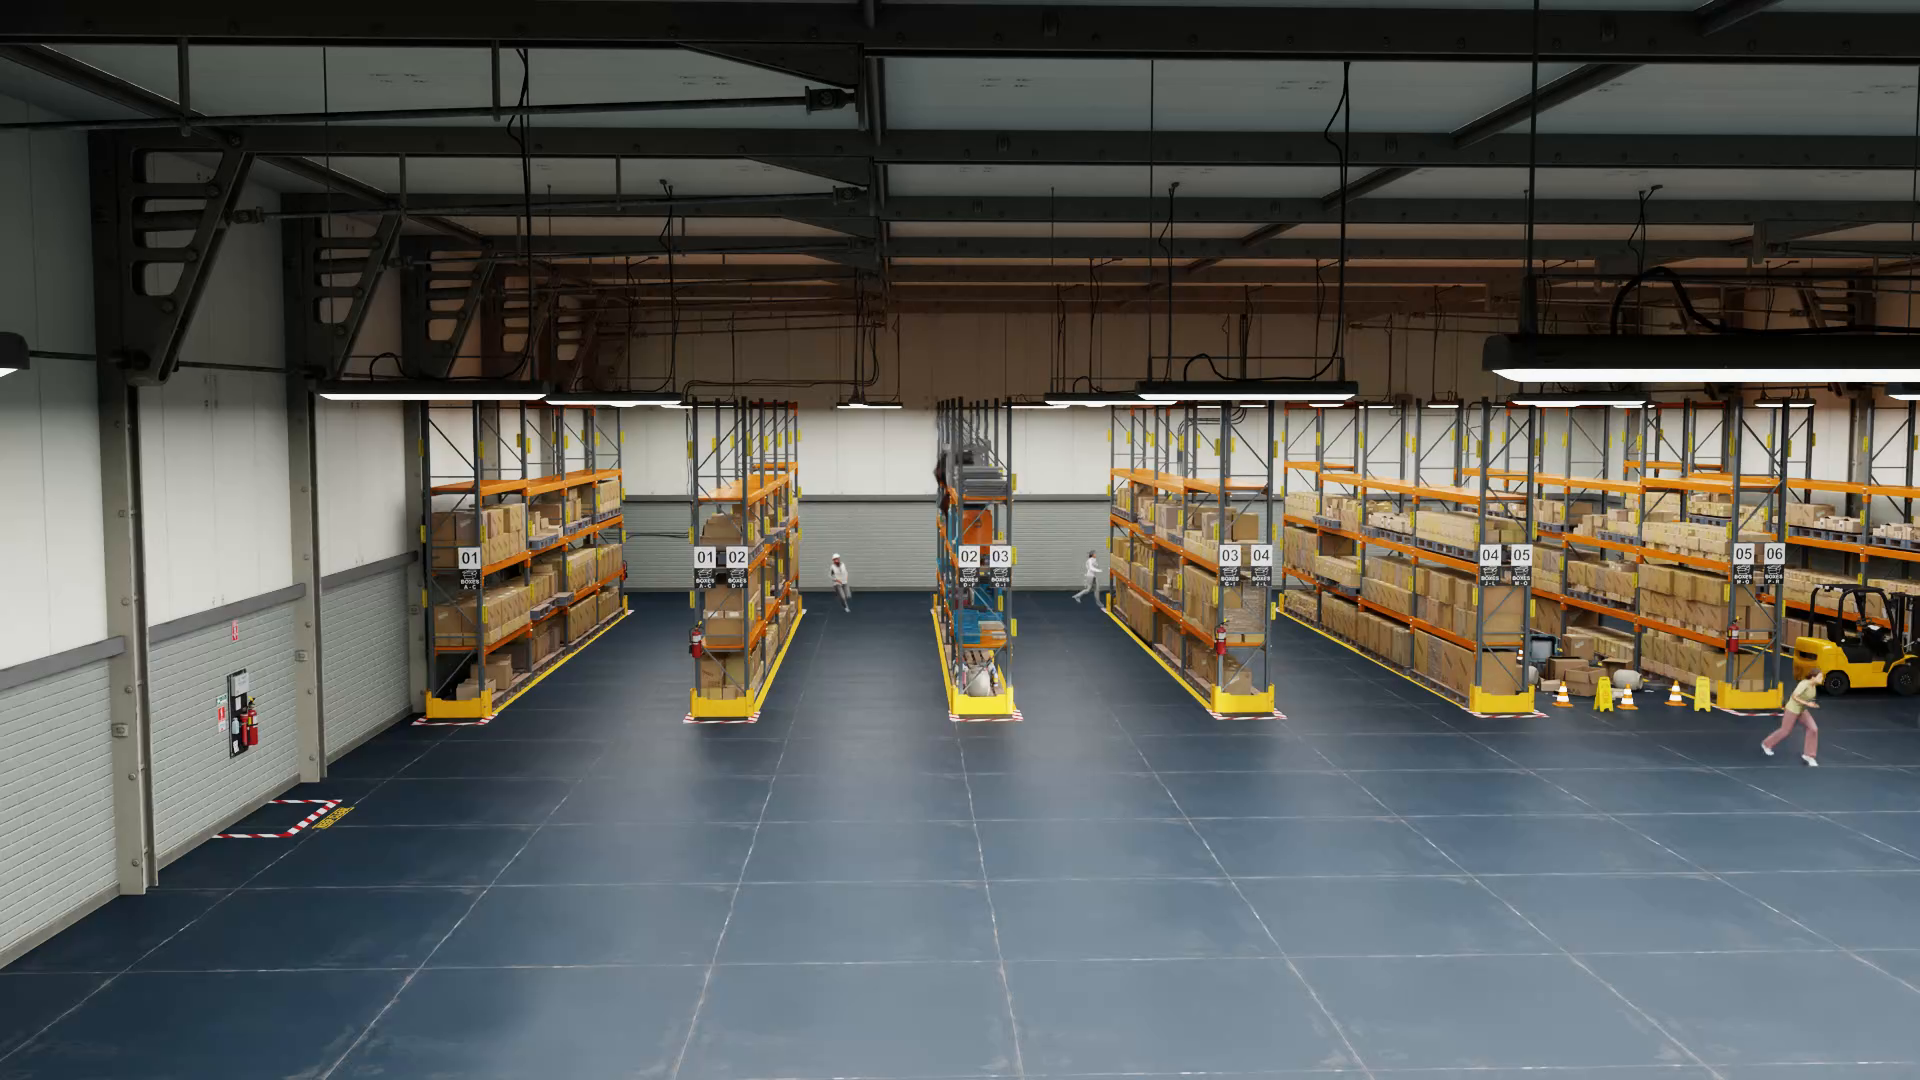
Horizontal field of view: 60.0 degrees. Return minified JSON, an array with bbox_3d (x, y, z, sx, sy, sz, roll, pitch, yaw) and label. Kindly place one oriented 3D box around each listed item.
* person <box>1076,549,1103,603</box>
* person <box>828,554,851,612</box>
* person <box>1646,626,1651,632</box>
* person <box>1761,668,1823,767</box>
[{"bbox_3d":[3.810,1.061,48.869,0.799,1.611,0.625,1,4,7],"label":"person"},{"bbox_3d":[-3.435,1.225,47.361,0.714,1.684,0.584,-2,5,-29],"label":"person"},{"bbox_3d":[16.347,1.809,39.213,0.655,1.736,0.609,-1,5,-12],"label":"person"},{"bbox_3d":[13.603,2.853,27.197,0.619,1.626,0.961,-4,6,-40],"label":"person"}]
